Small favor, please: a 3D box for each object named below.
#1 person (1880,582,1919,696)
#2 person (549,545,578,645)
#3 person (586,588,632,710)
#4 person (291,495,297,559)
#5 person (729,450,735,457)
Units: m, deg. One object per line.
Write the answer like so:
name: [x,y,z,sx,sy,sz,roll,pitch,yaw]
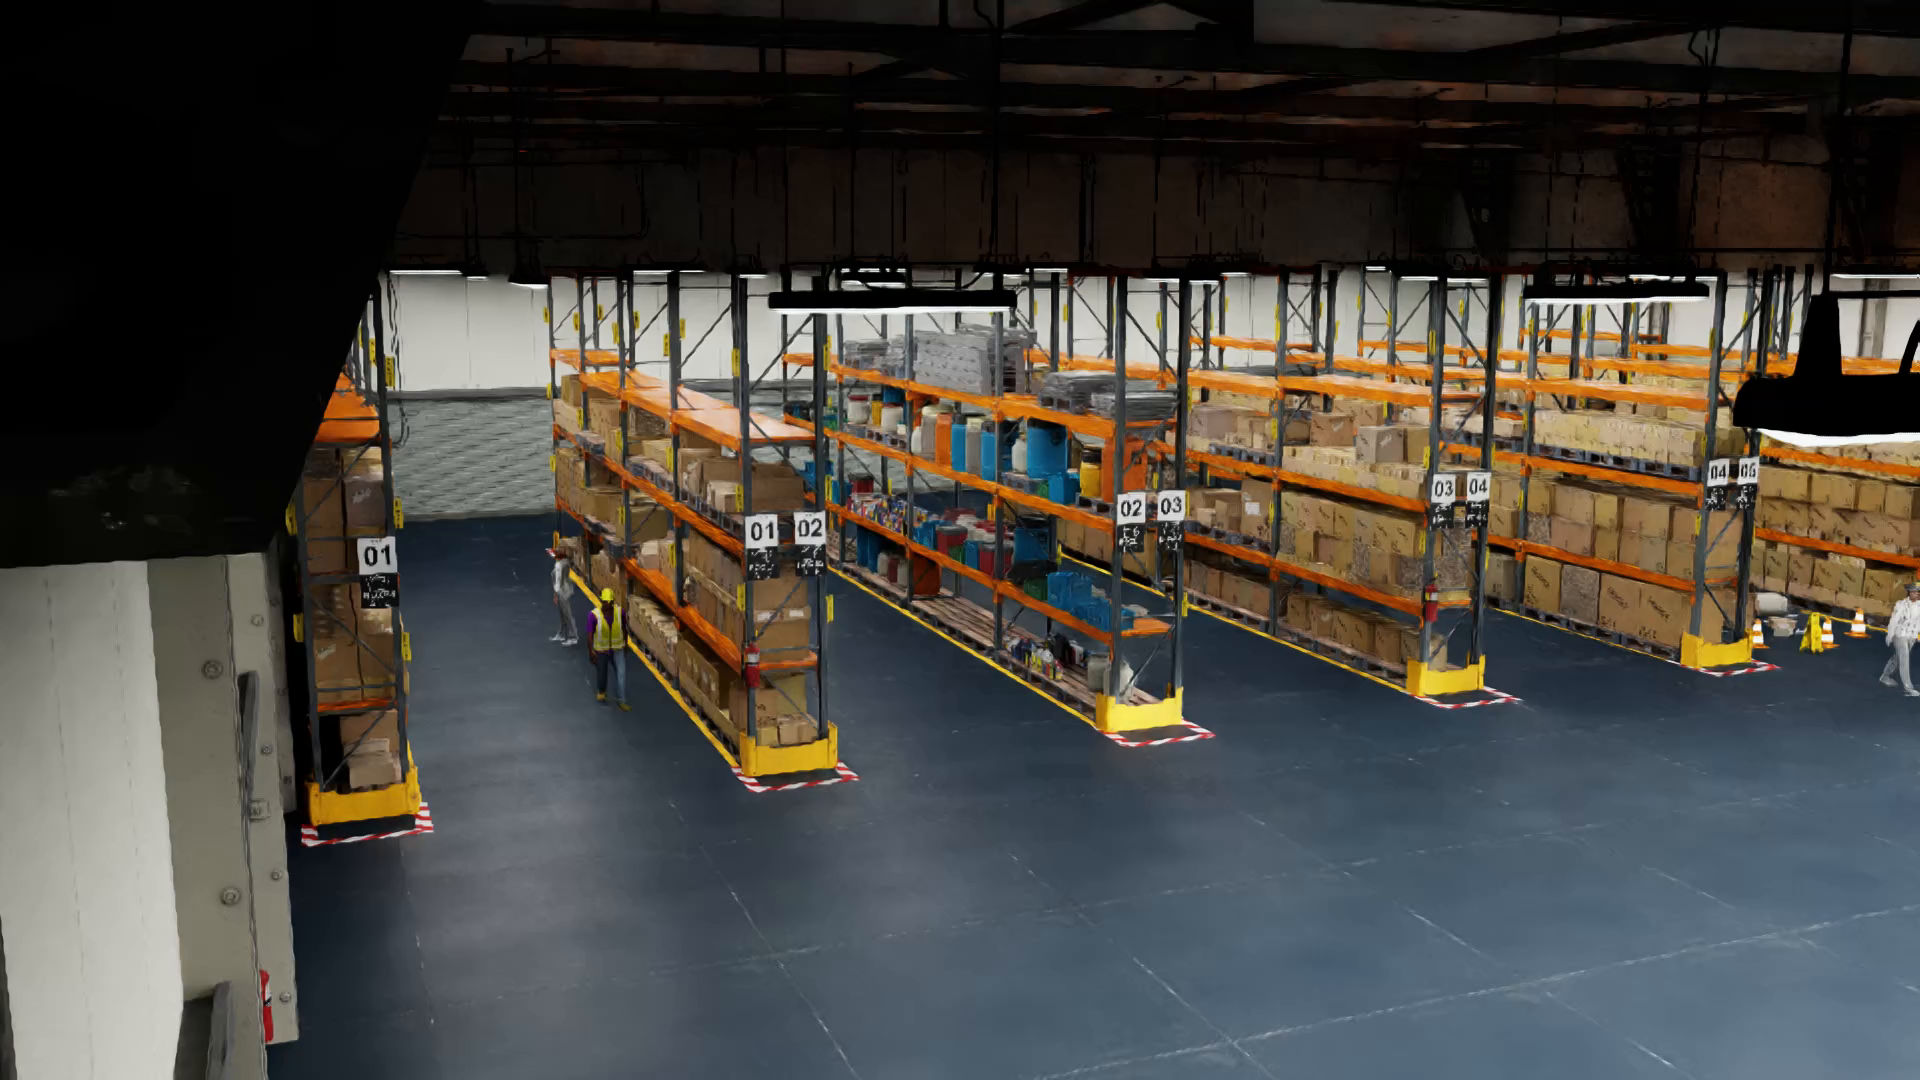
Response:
person: [13.658,1.383,23.945,0.481,1.621,0.997,-2,10,-12]
person: [-6.458,0.873,26.969,0.536,1.590,0.534,1,10,3]
person: [-4.900,1.493,23.153,0.577,1.691,1.121,-3,10,-19]
person: [-13.661,-0.442,34.451,0.502,1.653,0.515,2,10,9]
person: [-5.353,-1.192,38.395,0.529,1.759,0.742,5,11,28]
